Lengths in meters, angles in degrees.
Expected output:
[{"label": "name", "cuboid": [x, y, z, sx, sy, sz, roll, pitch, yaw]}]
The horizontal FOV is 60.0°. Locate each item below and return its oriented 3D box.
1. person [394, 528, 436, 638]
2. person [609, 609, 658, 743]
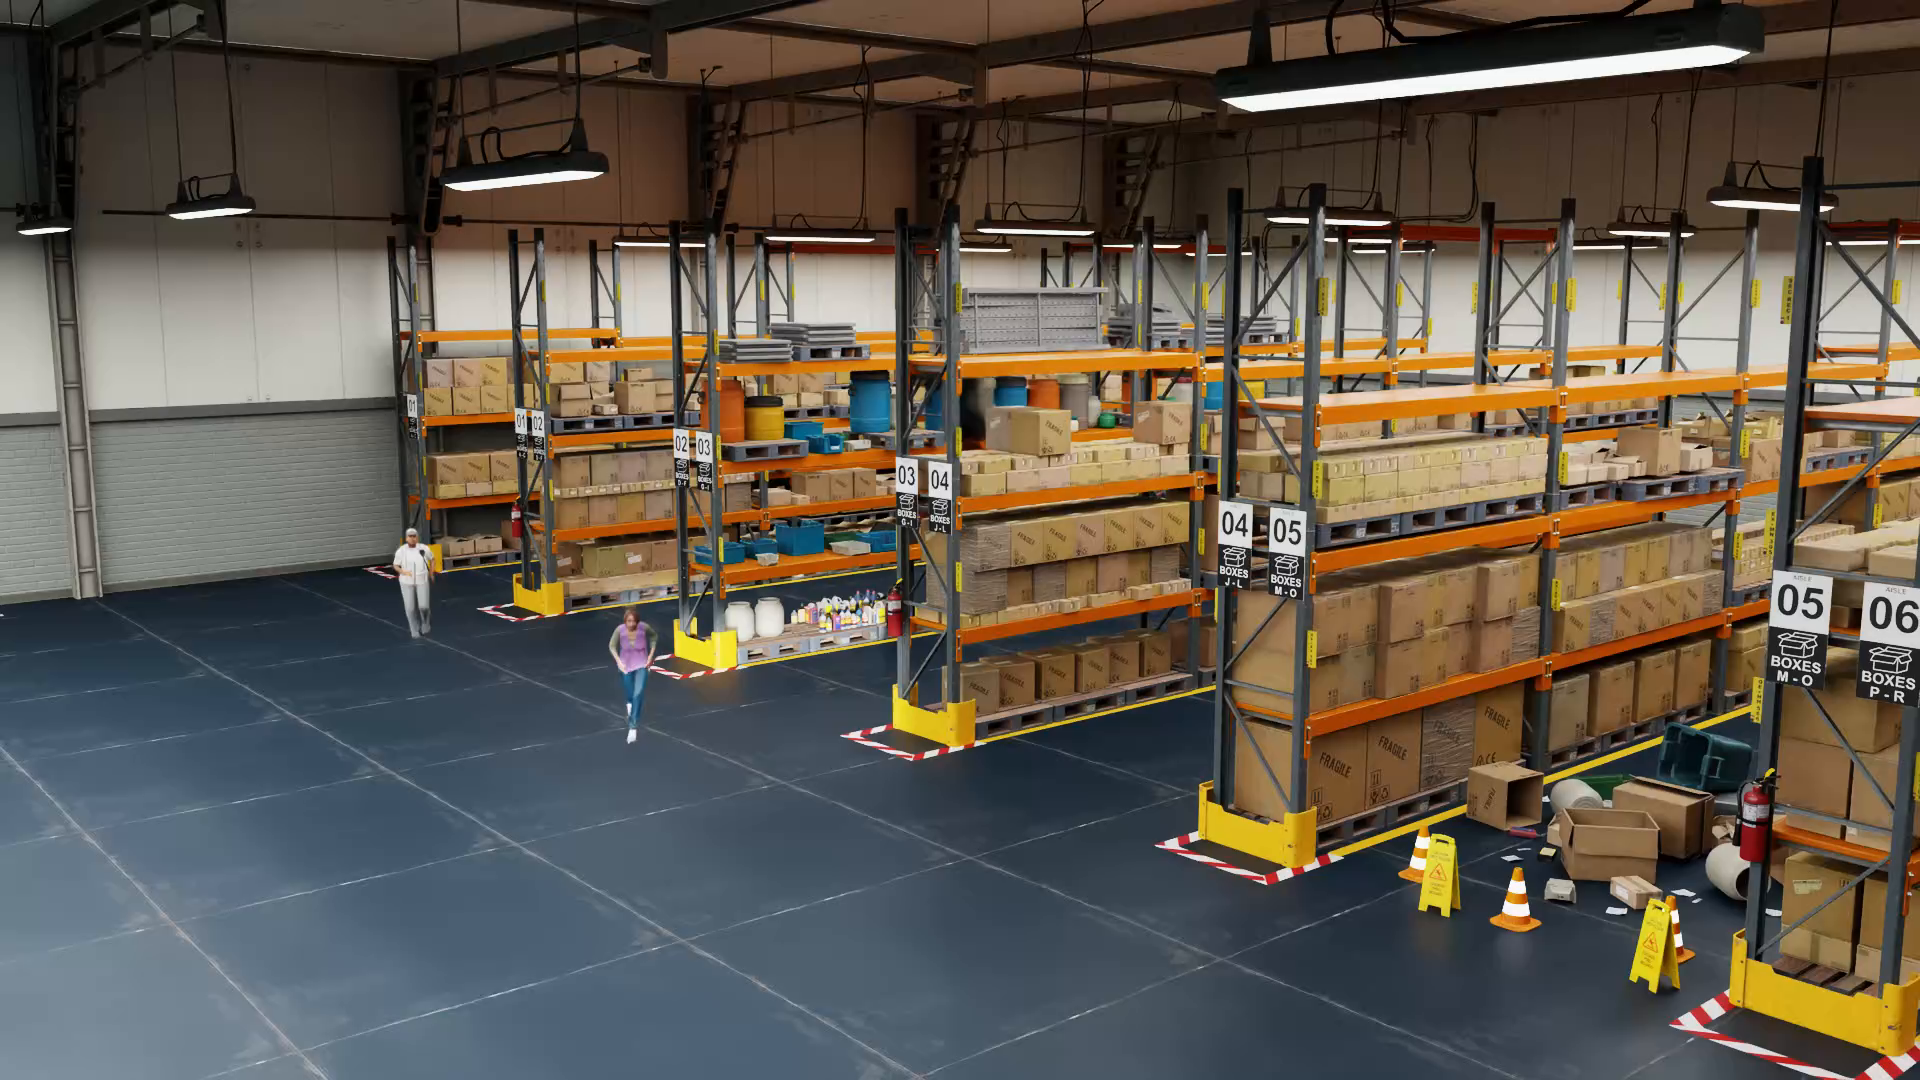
[{"label": "person", "cuboid": [-7.944, 0.640, 24.271, 0.592, 1.629, 0.577, -3, 9, -17]}, {"label": "person", "cuboid": [-3.777, 1.492, 19.227, 0.560, 1.549, 0.899, -2, 9, -15]}]
